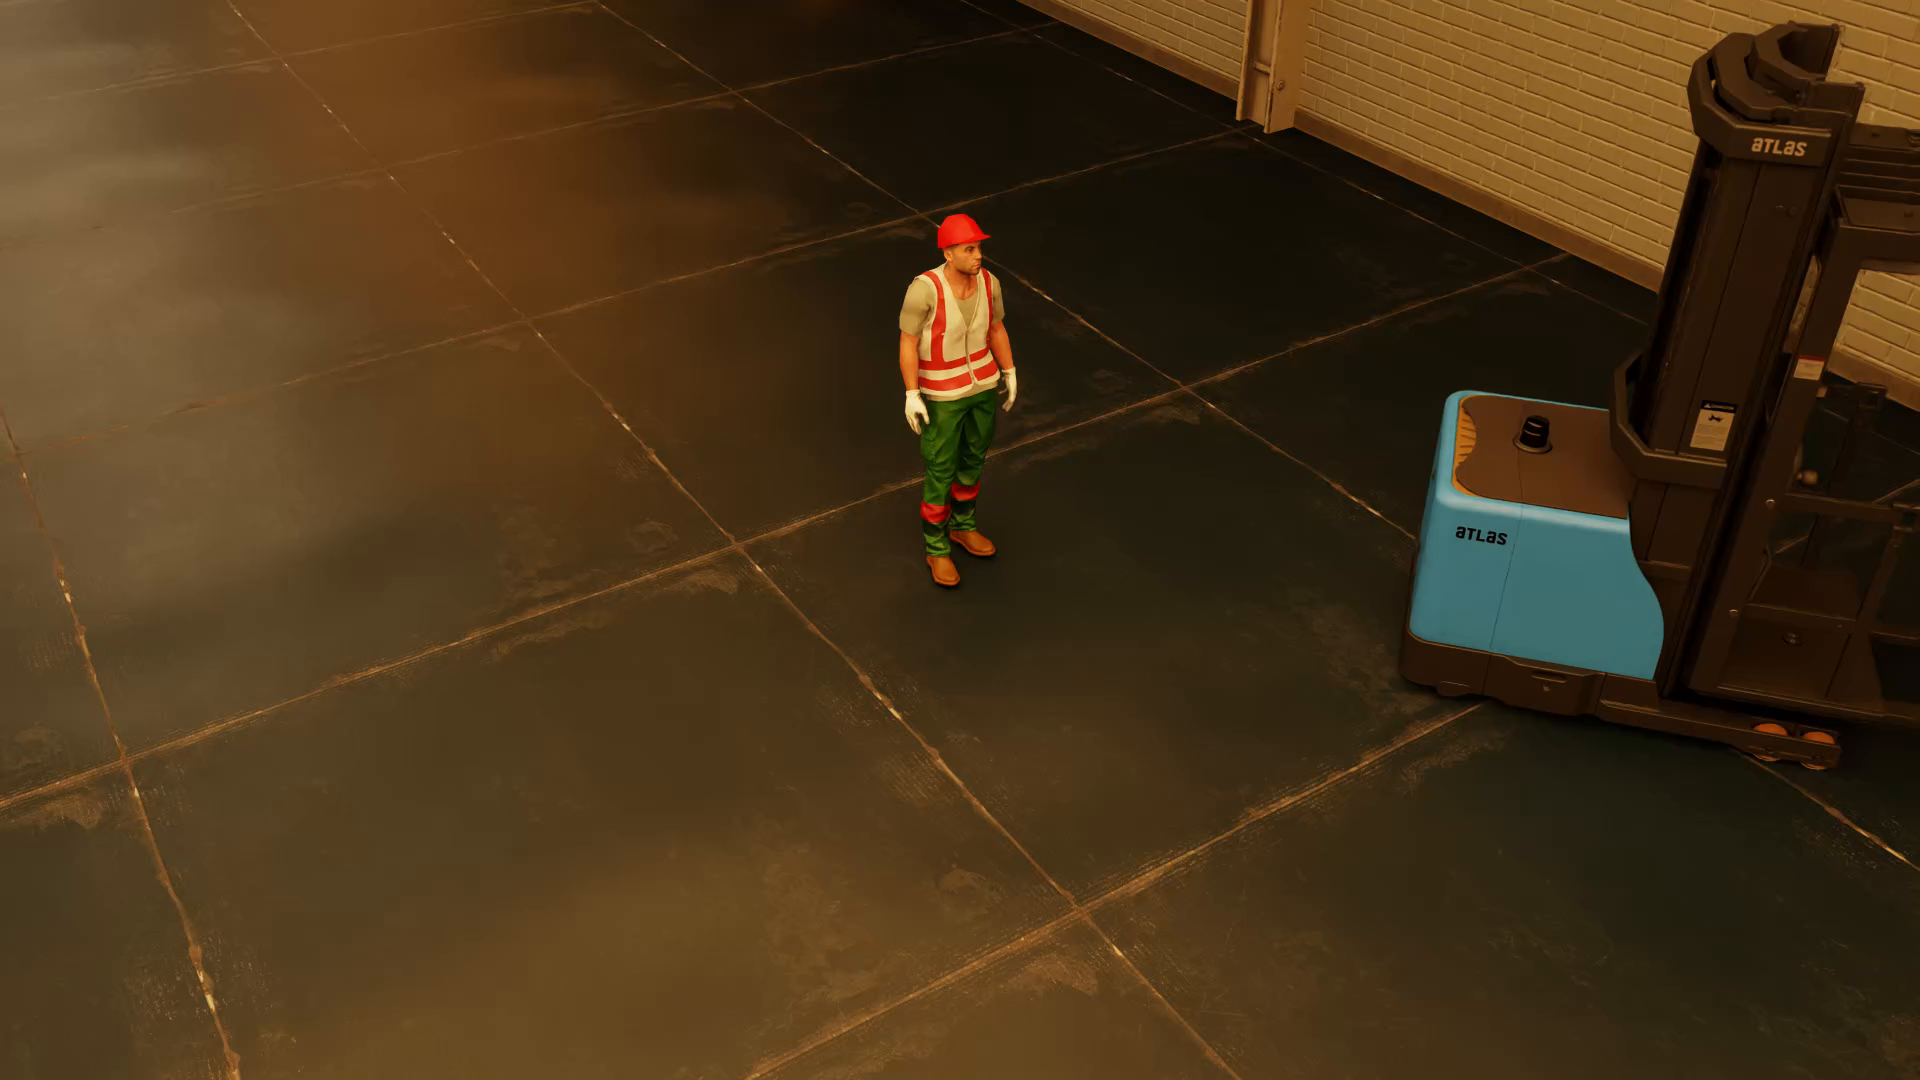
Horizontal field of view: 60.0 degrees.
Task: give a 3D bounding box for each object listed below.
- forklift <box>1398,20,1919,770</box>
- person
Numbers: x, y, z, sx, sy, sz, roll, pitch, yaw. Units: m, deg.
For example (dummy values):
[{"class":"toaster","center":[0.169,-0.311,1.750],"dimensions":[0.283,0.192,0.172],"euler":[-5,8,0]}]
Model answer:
[{"class":"forklift","center":[3.611,-0.538,6.913],"dimensions":[3.031,2.935,1.130],"euler":[10,36,13]},{"class":"person","center":[0.034,-0.695,8.117],"dimensions":[0.637,1.790,0.562],"euler":[-21,40,-27]}]
